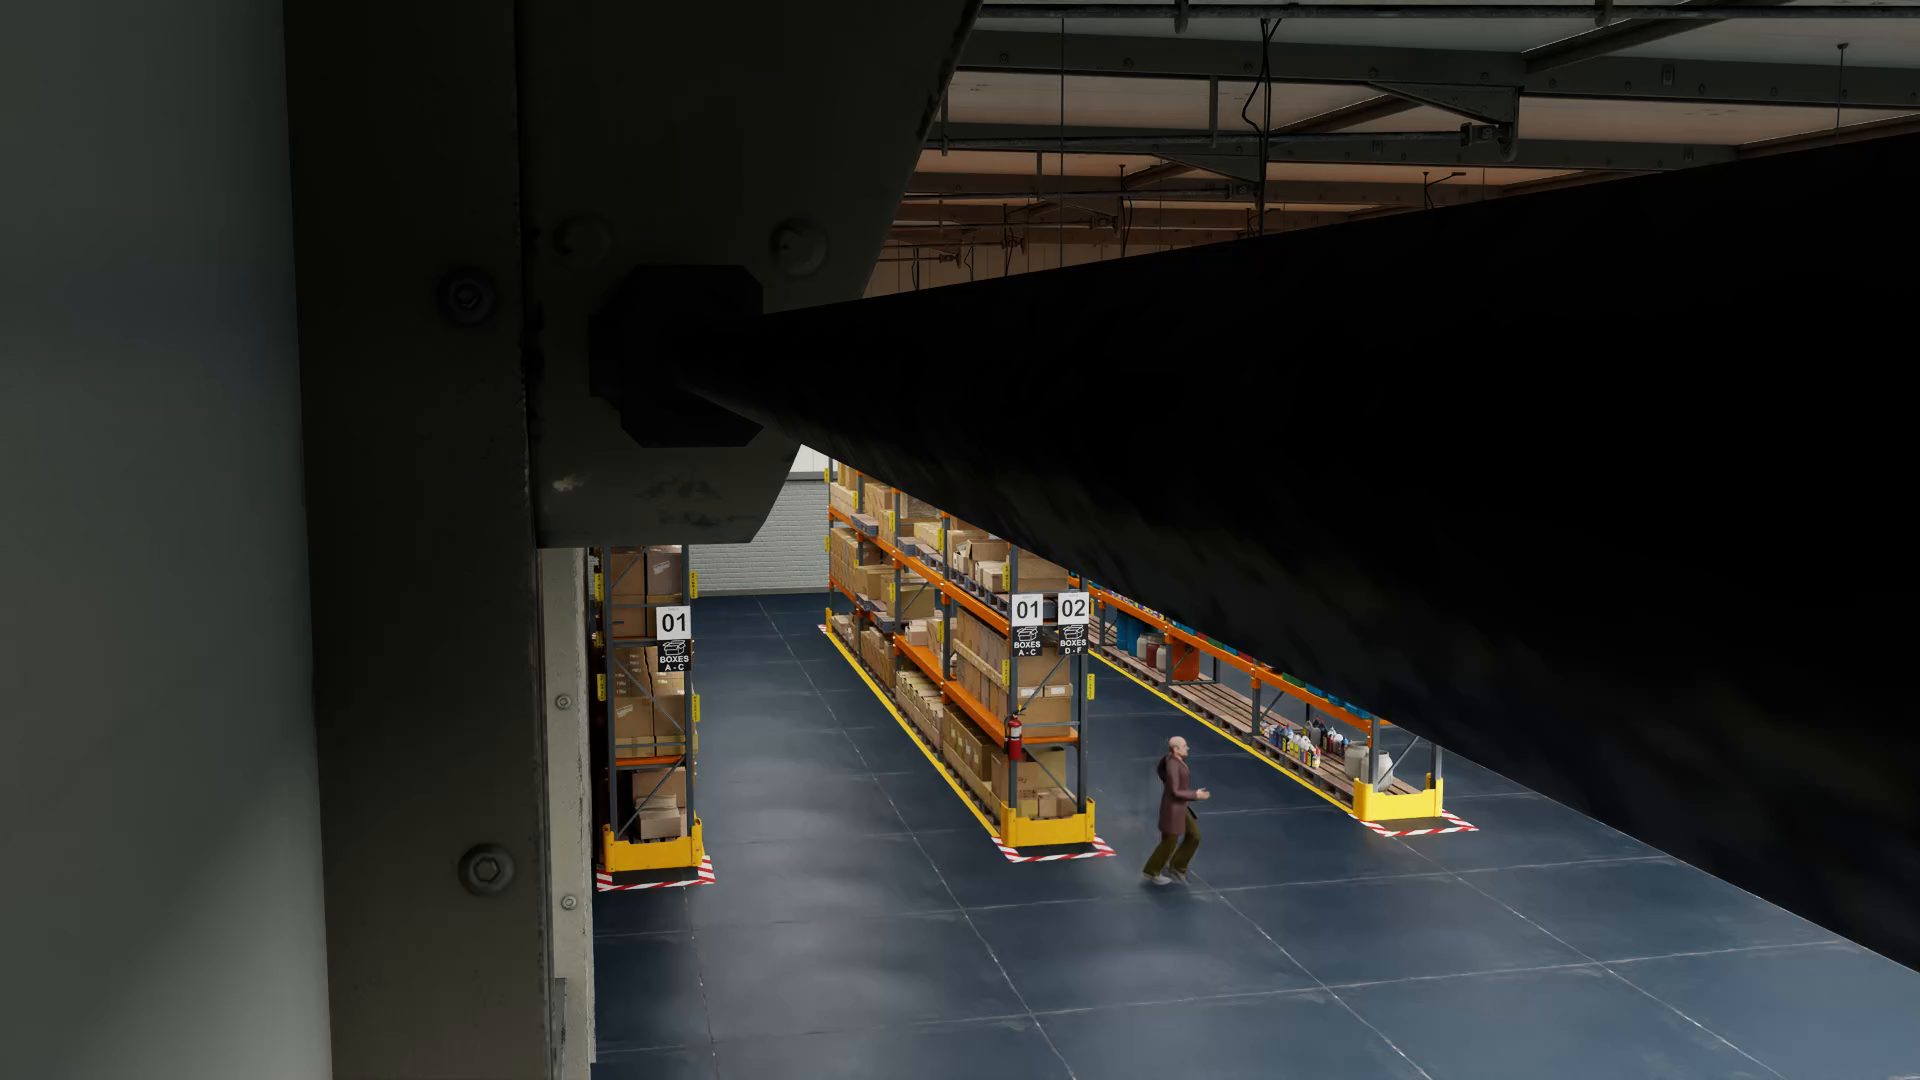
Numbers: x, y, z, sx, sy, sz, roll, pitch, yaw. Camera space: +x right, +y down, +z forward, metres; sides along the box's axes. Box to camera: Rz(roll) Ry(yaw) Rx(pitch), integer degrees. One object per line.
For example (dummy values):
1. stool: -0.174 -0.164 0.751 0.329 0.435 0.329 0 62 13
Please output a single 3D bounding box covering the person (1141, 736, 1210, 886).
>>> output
1. person: 2.521 3.181 19.355 0.797 1.840 0.735 2 7 16
